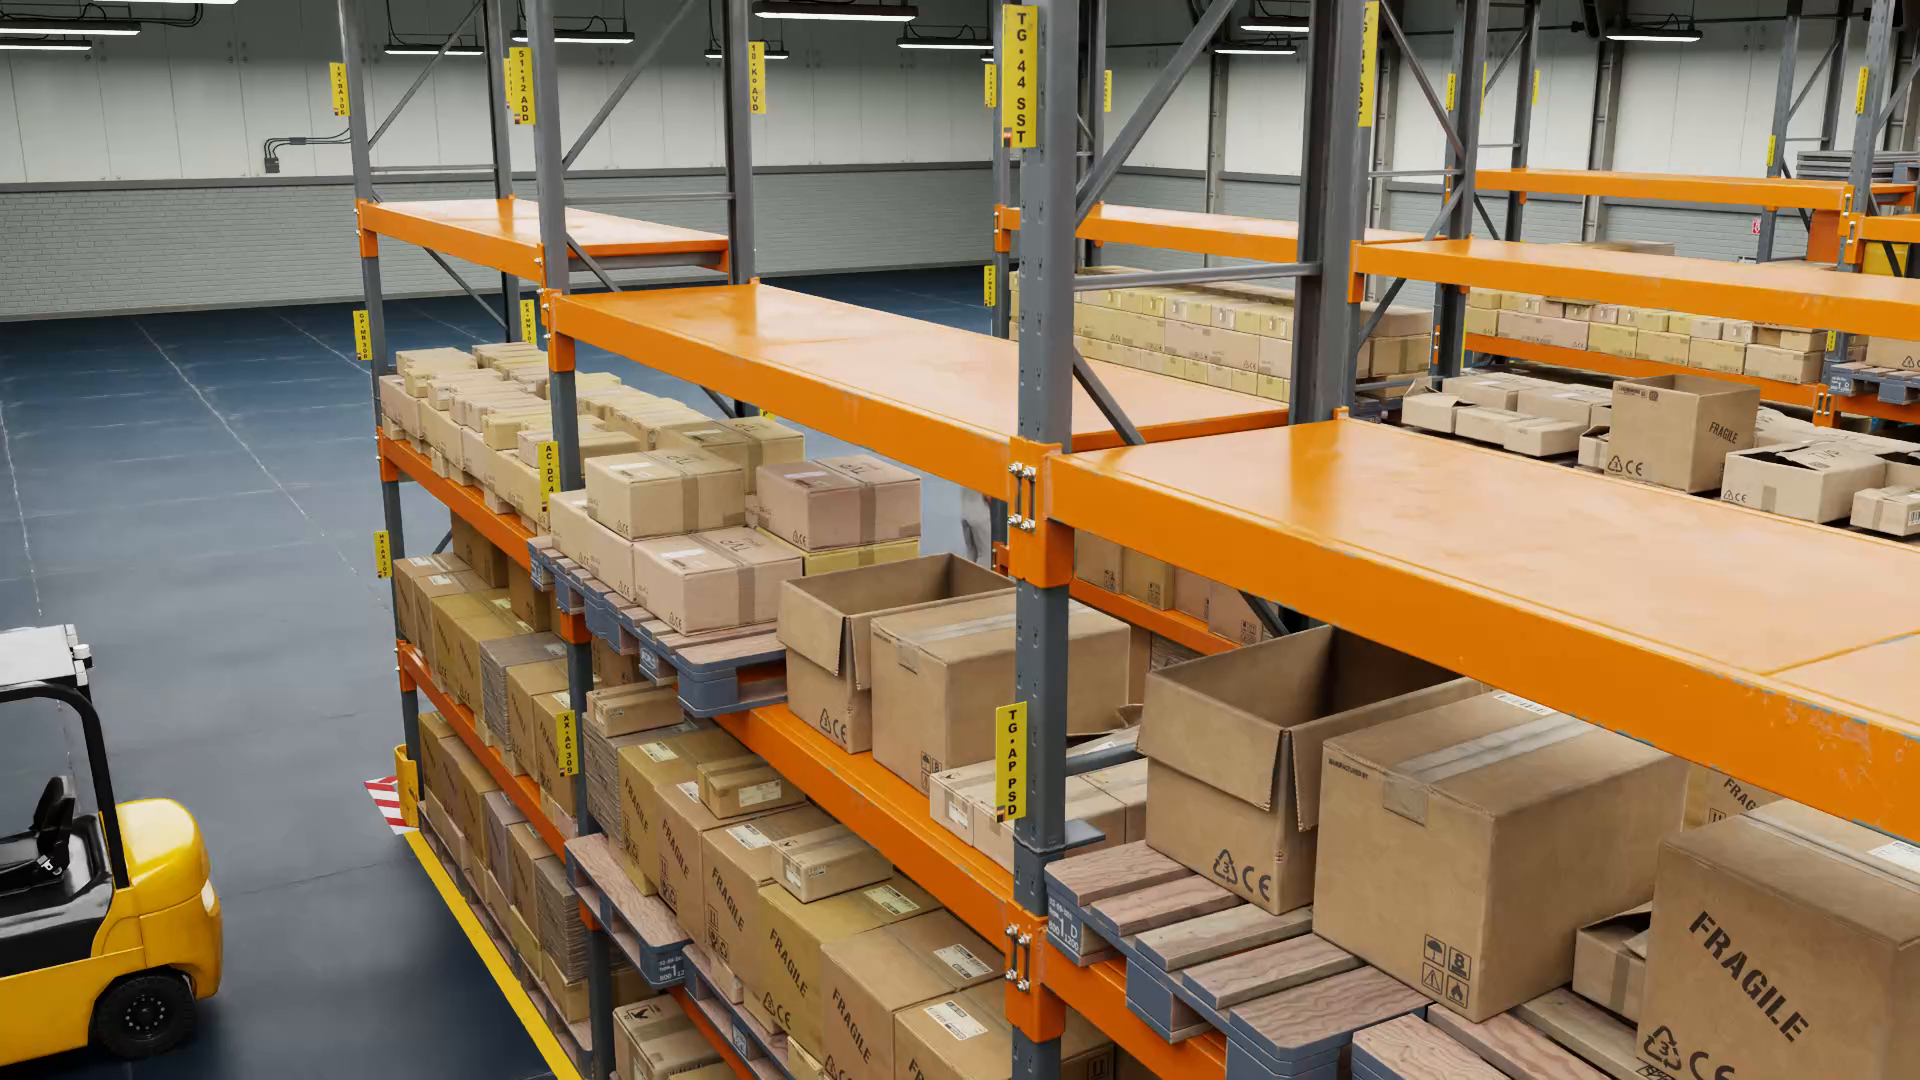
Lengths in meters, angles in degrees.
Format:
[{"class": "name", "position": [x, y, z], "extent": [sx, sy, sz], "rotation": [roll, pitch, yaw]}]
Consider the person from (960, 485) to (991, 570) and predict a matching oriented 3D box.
[{"class": "person", "position": [0.214, -0.220, 16.839], "extent": [0.490, 1.674, 0.463], "rotation": [-9, 17, -30]}]
